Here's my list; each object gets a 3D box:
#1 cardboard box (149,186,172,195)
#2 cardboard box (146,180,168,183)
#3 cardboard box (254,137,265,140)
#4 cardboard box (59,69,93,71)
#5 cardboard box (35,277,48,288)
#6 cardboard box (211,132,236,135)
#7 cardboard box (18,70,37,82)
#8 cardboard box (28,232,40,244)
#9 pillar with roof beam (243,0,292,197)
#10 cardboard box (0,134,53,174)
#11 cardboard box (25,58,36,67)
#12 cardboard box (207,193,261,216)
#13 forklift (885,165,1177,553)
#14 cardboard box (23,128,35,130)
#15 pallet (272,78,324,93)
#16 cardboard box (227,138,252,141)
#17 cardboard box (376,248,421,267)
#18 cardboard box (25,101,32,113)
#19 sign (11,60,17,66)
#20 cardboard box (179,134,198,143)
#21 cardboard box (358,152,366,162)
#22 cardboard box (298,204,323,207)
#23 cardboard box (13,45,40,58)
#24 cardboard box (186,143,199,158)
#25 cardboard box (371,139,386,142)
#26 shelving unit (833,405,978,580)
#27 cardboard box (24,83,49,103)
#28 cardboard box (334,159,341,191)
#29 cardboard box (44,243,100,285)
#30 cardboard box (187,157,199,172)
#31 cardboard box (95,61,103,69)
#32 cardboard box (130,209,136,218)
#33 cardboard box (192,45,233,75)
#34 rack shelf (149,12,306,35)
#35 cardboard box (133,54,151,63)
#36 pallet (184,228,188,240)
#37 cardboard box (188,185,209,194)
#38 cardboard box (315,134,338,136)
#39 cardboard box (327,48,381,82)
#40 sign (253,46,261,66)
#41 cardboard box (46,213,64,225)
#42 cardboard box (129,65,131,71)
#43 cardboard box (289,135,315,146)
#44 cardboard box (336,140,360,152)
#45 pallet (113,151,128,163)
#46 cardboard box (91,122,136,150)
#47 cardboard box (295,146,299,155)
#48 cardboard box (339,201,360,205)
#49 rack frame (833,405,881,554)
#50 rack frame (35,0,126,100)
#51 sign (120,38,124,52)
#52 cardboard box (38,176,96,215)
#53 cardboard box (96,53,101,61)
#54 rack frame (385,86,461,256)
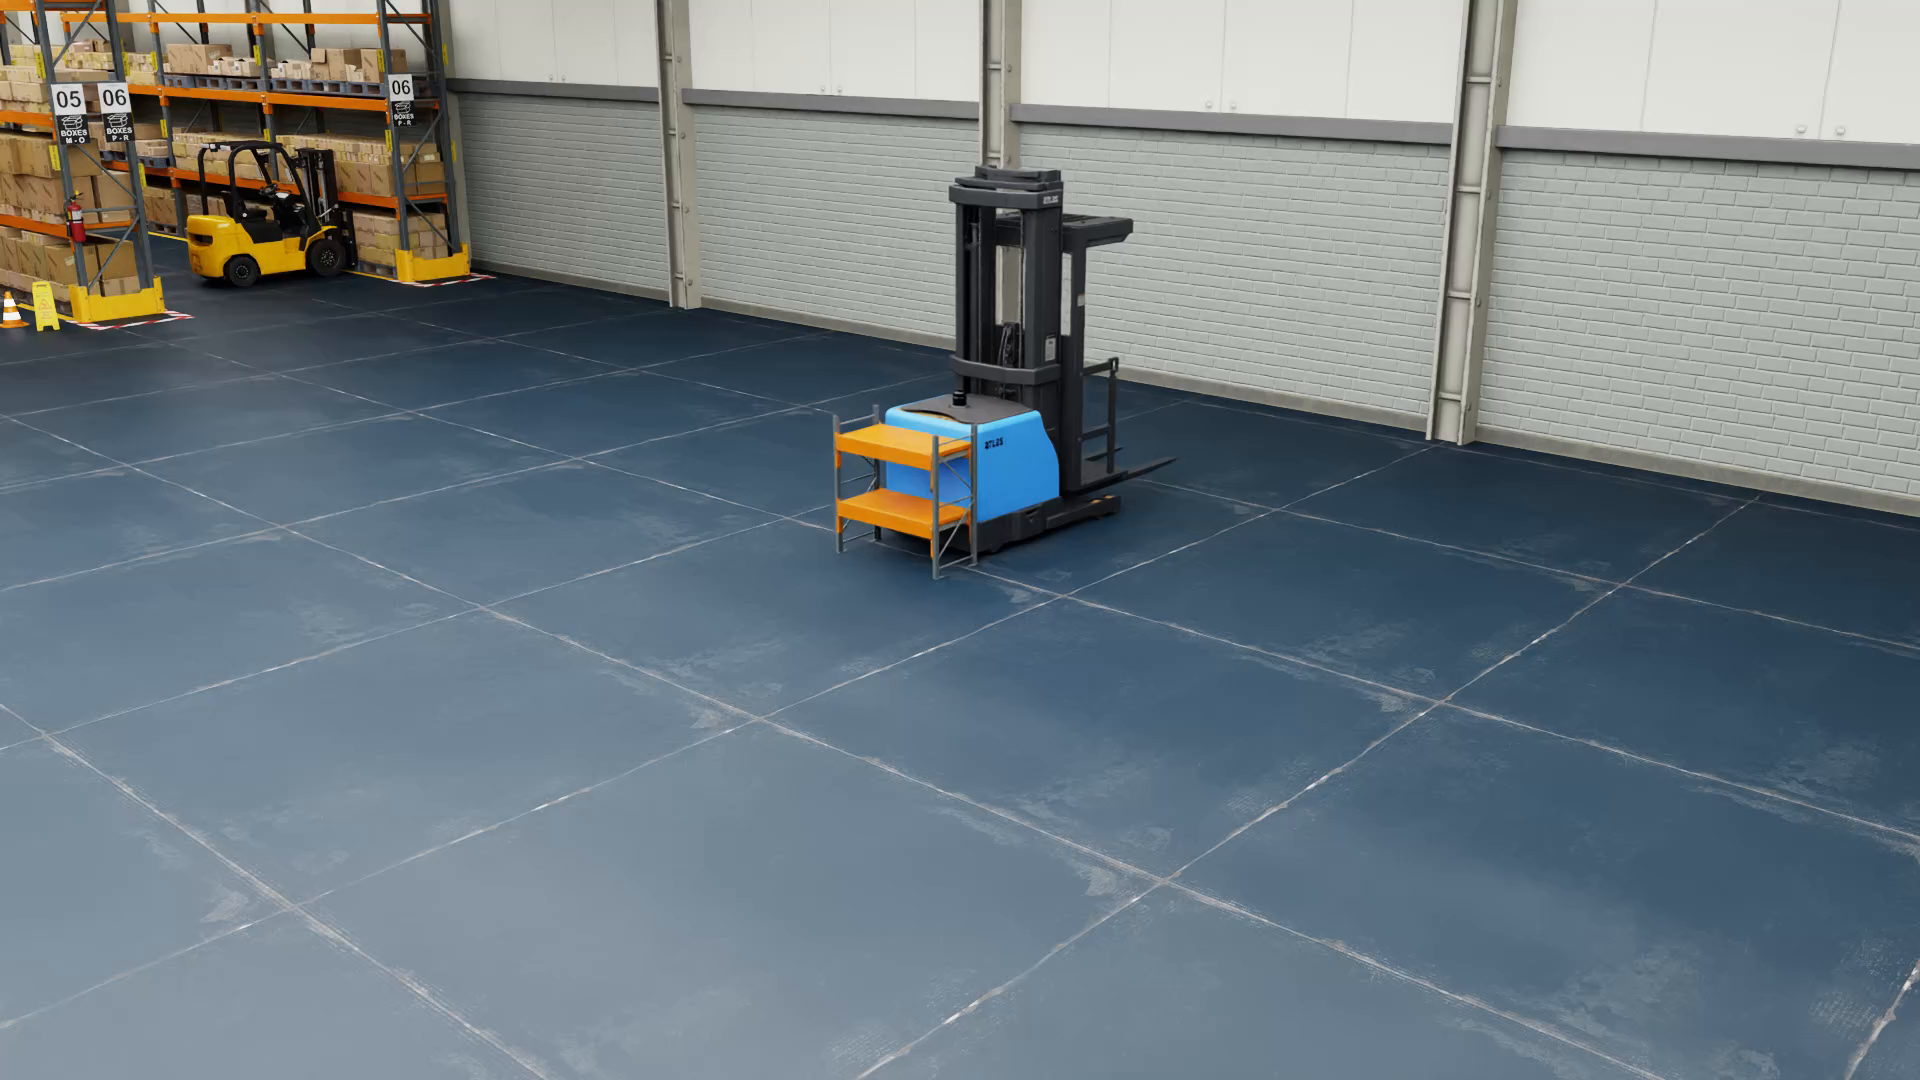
[{"bbox_3d":[-15.662,-6.856,32.622,0.250,0.149,0.380,16,24,41],"label":"cardboard box"},{"bbox_3d":[-16.322,-7.223,33.780,0.250,0.149,0.380,16,24,41],"label":"cardboard box"},{"bbox_3d":[-12.612,-7.263,30.302,0.250,0.149,0.380,15,23,39],"label":"cardboard box"},{"bbox_3d":[-12.487,-6.578,23.520,0.250,0.149,0.380,15,23,39],"label":"cardboard box"},{"bbox_3d":[-13.038,-3.689,24.129,0.500,0.250,0.500,15,23,39],"label":"cardboard box"},{"bbox_3d":[-13.917,-7.633,31.465,0.250,0.149,0.380,16,23,41],"label":"cardboard box"},{"bbox_3d":[-12.848,-6.454,23.127,0.250,0.149,0.380,15,23,40],"label":"cardboard box"},{"bbox_3d":[-13.150,-4.360,23.931,0.250,0.149,0.380,16,23,40],"label":"cardboard box"},{"bbox_3d":[-15.849,-9.150,27.567,0.400,9.000,9.100,15,23,39],"label":"pillar with roof beam"},{"bbox_3d":[-13.223,-5.494,23.655,0.500,0.500,0.700,15,23,39],"label":"cardboard box"},{"bbox_3d":[-19.227,-9.976,34.885,0.500,0.250,0.500,15,23,38],"label":"cardboard box"},{"bbox_3d":[-13.613,-6.133,31.209,0.625,0.625,0.875,16,24,41],"label":"cardboard box"},{"bbox_3d":[0.739,-1.666,14.015,1.130,2.935,3.031,15,23,39],"label":"forklift"},{"bbox_3d":[-20.387,-8.847,36.286,0.500,0.250,0.500,15,23,40],"label":"cardboard box"},{"bbox_3d":[-10.918,-7.741,28.234,1.213,0.211,1.003,15,23,39],"label":"pallet"},{"bbox_3d":[-12.951,-7.144,29.927,0.250,0.149,0.380,15,23,40],"label":"cardboard box"},{"bbox_3d":[-9.142,-4.629,27.089,0.500,0.250,0.500,15,23,40],"label":"cardboard box"},{"bbox_3d":[-12.710,-6.014,23.061,0.250,0.149,0.380,16,24,41],"label":"cardboard box"},{"bbox_3d":[-14.510,-7.196,25.514,0.005,0.325,0.100,15,23,39],"label":"sign"},{"bbox_3d":[-14.321,-7.495,31.033,0.250,0.149,0.380,16,23,40],"label":"cardboard box"},{"bbox_3d":[-9.568,-6.242,27.084,0.250,0.149,0.380,15,23,39],"label":"cardboard box"},{"bbox_3d":[-11.043,-5.612,28.536,0.500,0.250,0.500,15,23,39],"label":"cardboard box"},{"bbox_3d":[-19.630,-10.317,35.133,0.500,0.250,0.500,15,23,38],"label":"cardboard box"},{"bbox_3d":[-14.021,-7.244,30.900,0.500,0.250,0.500,16,24,41],"label":"cardboard box"},{"bbox_3d":[-9.590,-6.616,27.770,0.250,0.149,0.380,14,23,38],"label":"cardboard box"},{"bbox_3d":[-0.427,-0.388,12.974,1.048,1.125,0.538,14,22,38],"label":"shelving unit"},{"bbox_3d":[-12.434,-6.134,22.779,0.500,0.250,0.500,15,23,39],"label":"cardboard box"},{"bbox_3d":[-10.272,-6.111,27.743,0.500,0.500,0.500,15,23,40],"label":"cardboard box"},{"bbox_3d":[-12.645,-3.941,23.684,0.500,0.500,0.500,15,23,40],"label":"cardboard box"},{"bbox_3d":[-14.022,-7.005,30.972,0.500,0.250,0.500,14,23,38],"label":"cardboard box"},{"bbox_3d":[-16.647,-9.276,32.478,0.250,0.149,0.380,16,23,41],"label":"cardboard box"},{"bbox_3d":[-16.185,-6.675,33.123,0.500,0.500,0.500,14,22,37],"label":"cardboard box"},{"bbox_3d":[-13.423,-8.643,29.902,0.500,0.500,0.500,16,23,41],"label":"cardboard box"},{"bbox_3d":[-13.069,-9.247,29.722,4.000,0.370,1.077,15,23,39],"label":"rack shelf"},{"bbox_3d":[-15.539,-9.194,31.761,0.250,0.149,0.380,15,23,38],"label":"cardboard box"},{"bbox_3d":[-13.975,-5.819,31.599,1.213,0.211,1.003,15,23,39],"label":"pallet"},{"bbox_3d":[-14.929,-6.875,32.682,0.250,0.149,0.380,16,24,41],"label":"cardboard box"},{"bbox_3d":[-10.973,-6.962,28.862,0.250,0.149,0.380,14,23,38],"label":"cardboard box"},{"bbox_3d":[-9.773,-7.703,26.943,0.500,0.500,0.700,15,23,40],"label":"cardboard box"},{"bbox_3d":[-11.926,-8.221,28.223,0.005,0.325,0.100,15,23,39],"label":"sign"},{"bbox_3d":[-12.558,-4.525,23.327,0.250,0.149,0.380,15,23,39],"label":"cardboard box"},{"bbox_3d":[-15.934,-9.152,32.120,0.250,0.149,0.380,16,24,41],"label":"cardboard box"},{"bbox_3d":[-11.264,-6.859,28.535,0.250,0.149,0.380,15,23,40],"label":"cardboard box"},{"bbox_3d":[-10.010,-6.473,27.319,0.250,0.149,0.380,16,23,40],"label":"cardboard box"},{"bbox_3d":[-16.022,-7.620,32.982,1.213,0.211,1.003,15,23,39],"label":"pallet"},{"bbox_3d":[-16.956,-8.122,33.385,0.500,0.500,0.700,15,23,40],"label":"cardboard box"},{"bbox_3d":[-11.101,-6.655,28.385,0.250,0.149,0.380,15,23,39],"label":"cardboard box"},{"bbox_3d":[-10.687,-5.732,28.913,0.500,0.250,0.500,15,23,38],"label":"cardboard box"},{"bbox_3d":[-0.818,-0.486,13.283,0.032,1.125,0.500,14,22,38],"label":"rack frame"},{"bbox_3d":[-11.873,-7.452,22.216,0.127,3.000,1.000,15,23,39],"label":"rack frame"},{"bbox_3d":[-17.191,-10.116,34.063,0.005,0.325,0.100,15,23,39],"label":"sign"},{"bbox_3d":[-12.462,-4.829,23.210,0.500,0.500,0.500,15,23,38],"label":"cardboard box"},{"bbox_3d":[-16.615,-9.423,32.449,0.250,0.149,0.380,15,23,40],"label":"cardboard box"},{"bbox_3d":[-8.581,-5.716,26.665,0.127,3.000,1.000,15,23,39],"label":"rack frame"}]
